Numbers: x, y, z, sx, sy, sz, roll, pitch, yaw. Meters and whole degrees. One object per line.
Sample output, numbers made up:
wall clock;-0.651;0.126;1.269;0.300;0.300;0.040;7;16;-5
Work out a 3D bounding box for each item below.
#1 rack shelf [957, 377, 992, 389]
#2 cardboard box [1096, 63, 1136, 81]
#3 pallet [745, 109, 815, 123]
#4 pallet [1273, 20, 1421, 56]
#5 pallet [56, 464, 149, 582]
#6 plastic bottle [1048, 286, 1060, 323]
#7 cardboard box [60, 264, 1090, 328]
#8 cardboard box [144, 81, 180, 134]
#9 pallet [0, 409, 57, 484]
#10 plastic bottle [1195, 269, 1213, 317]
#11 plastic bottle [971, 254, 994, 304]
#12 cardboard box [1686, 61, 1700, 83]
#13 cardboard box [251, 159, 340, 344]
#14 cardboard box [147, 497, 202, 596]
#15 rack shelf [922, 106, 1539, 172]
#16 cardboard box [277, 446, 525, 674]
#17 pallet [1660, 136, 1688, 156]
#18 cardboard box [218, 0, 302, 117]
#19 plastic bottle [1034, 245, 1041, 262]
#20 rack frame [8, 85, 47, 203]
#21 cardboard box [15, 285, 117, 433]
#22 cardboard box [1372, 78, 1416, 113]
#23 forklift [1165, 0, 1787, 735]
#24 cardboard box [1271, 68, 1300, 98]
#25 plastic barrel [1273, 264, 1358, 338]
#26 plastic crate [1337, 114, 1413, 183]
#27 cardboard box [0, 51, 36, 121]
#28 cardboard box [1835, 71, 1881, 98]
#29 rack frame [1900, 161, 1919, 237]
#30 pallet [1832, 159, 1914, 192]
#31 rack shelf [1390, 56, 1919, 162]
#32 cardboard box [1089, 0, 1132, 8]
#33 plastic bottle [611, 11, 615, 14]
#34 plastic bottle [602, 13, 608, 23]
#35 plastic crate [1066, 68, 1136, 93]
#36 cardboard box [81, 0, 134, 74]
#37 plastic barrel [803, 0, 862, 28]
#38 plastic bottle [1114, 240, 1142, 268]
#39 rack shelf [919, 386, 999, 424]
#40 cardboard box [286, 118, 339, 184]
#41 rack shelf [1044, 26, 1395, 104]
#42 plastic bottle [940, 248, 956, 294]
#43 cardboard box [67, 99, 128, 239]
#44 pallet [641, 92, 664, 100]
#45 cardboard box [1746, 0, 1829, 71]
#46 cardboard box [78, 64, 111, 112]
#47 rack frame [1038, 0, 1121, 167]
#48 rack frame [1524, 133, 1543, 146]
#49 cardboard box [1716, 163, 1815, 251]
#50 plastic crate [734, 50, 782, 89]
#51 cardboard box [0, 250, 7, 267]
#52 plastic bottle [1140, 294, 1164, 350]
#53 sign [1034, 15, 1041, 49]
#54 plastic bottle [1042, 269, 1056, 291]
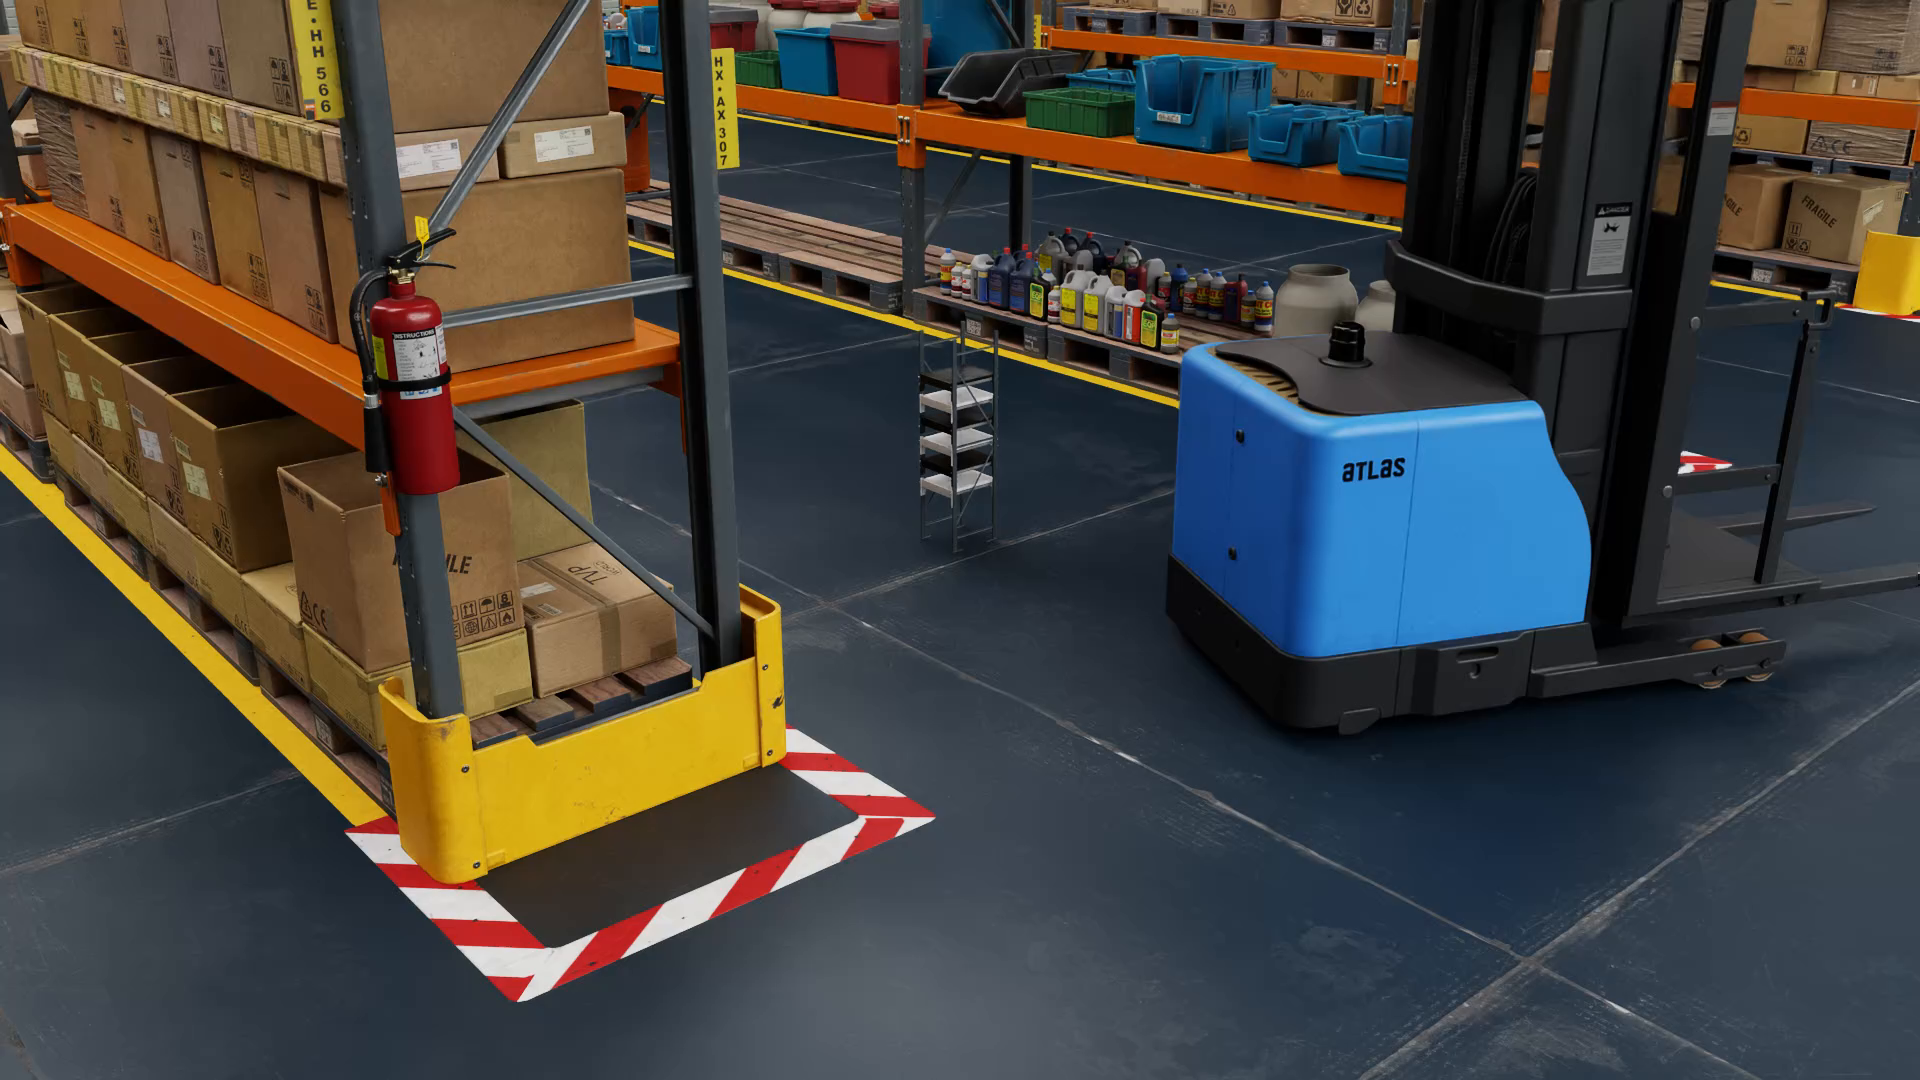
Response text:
rack shelf;-0.005;-0.656;6.734;0.199;0.015;0.184;-17;27;-37
cardboard box;1.653;-4.413;15.935;0.500;0.250;0.500;-16;27;-35
pallet;-1.855;-5.237;20.065;1.003;0.211;1.213;-17;27;-37
pallet;3.416;-4.253;13.991;1.003;0.211;1.213;-17;27;-37
pallet;-3.216;-0.211;7.233;1.003;0.211;1.213;-17;27;-37
plastic bottle;0.555;-1.361;9.580;0.097;0.201;0.097;0;21;0
cardboard box;-2.007;-1.374;9.133;4.512;0.551;3.341;-19;28;-39
cardboard box;-2.500;-1.471;5.599;0.380;0.149;0.250;-18;28;-38
pallet;-4.213;-0.635;8.315;1.003;0.211;1.213;-17;27;-37
plastic bottle;1.427;-1.444;9.695;0.097;0.271;0.097;0;21;0
plastic bottle;0.160;-1.578;10.032;0.152;0.276;0.135;-16;27;-36
cardboard box;5.244;-3.245;11.500;0.380;0.149;0.250;-17;27;-37
cardboard box;-1.733;-0.956;5.175;0.700;0.500;0.500;-17;27;-36
cardboard box;-2.654;-0.038;6.163;0.500;0.250;0.500;-17;27;-37
rack shelf;1.358;-2.120;9.003;0.919;0.124;3.809;-17;27;-37
cardboard box;-1.667;0.025;4.975;0.500;0.500;0.500;-17;27;-37
pallet;7.067;-4.146;17.279;1.003;0.211;1.213;-17;27;-37
cardboard box;-1.769;-1.575;4.976;0.700;0.500;0.500;-18;28;-39
plastic bottle;0.525;-1.793;10.682;0.097;0.201;0.097;0;21;0
rack frame;-3.705;-1.738;7.309;0.949;2.616;0.053;-17;27;-37
cardboard box;-3.637;-0.801;7.081;0.500;0.500;0.500;-17;27;-37
cardboard box;5.346;-5.312;18.943;1.050;0.750;0.750;-18;28;-38
forklift;2.329;-1.033;5.602;3.031;2.935;1.130;-6;22;-16
cardboard box;4.053;-5.650;20.147;0.500;0.500;0.500;-16;27;-35
plastic barrel;1.848;-1.151;8.645;0.421;0.512;0.421;0;21;0
plastic crate;2.110;-1.810;7.695;0.499;0.251;0.616;-17;27;-37
cardboard box;-4.536;-2.147;8.216;0.500;0.500;0.500;-15;26;-34
cardboard box;5.910;-2.973;10.805;0.380;0.149;0.250;-17;27;-37
rack frame;6.415;-2.991;10.507;1.000;3.000;0.127;-17;27;-37
pallet;8.865;-3.385;15.336;1.003;0.211;1.213;-17;27;-37
rack shelf;5.110;-3.209;12.049;1.077;0.370;4.000;-17;27;-37
cardboard box;1.576;-5.304;15.699;0.500;0.500;0.500;18;28;39
plastic bottle;-2.951;-4.340;14.112;0.061;0.283;0.133;-17;27;-37
plastic bottle;-3.000;-4.311;14.053;0.097;0.271;0.097;0;21;0
plastic crate;0.980;-2.607;9.730;0.499;0.251;0.616;-17;27;-37
cardboard box;-2.751;-1.991;6.037;0.700;0.500;0.500;-17;27;-37
plastic barrel;-0.885;-3.499;11.619;0.433;0.535;0.433;0;21;0
plastic bottle;1.027;-1.637;10.079;0.144;0.351;0.185;-18;27;-38
rack shelf;-0.005;-0.558;6.772;0.258;0.077;0.200;-17;27;-37
cardboard box;-1.658;-1.115;4.690;0.380;0.149;0.250;-17;27;-36
rack shelf;6.206;-6.746;17.349;10.864;3.092;4.000;-17;27;-37
plastic bottle;-0.072;-1.659;10.245;0.097;0.271;0.097;0;21;0
cardboard box;-3.059;-1.520;6.615;0.700;0.500;0.500;-18;28;-38
pallet;-3.448;-5.911;21.786;1.003;0.211;1.213;-17;27;-37
cardboard box;5.660;-3.444;11.119;0.875;0.500;0.500;-17;27;-37
cardboard box;-3.007;-1.685;6.147;0.380;0.149;0.250;-19;28;-39
rack frame;1.193;-5.201;16.151;1.000;3.000;0.127;-17;27;-37
rack frame;2.666;-1.813;7.499;0.949;2.616;0.053;-17;27;-37
cardboard box;5.604;-2.356;11.738;0.500;0.500;0.500;-10;23;-24
plastic crate;-1.299;-3.232;11.414;0.450;0.188;0.662;-17;27;-37
cardboard box;-5.178;-1.379;8.818;0.500;0.311;0.500;-18;28;-38
plastic bottle;1.042;-1.183;9.013;0.061;0.283;0.133;-17;27;-36
sign;0.476;-3.174;10.595;0.100;0.325;0.005;-17;27;-37
plastic bottle;0.512;-1.446;9.700;0.097;0.271;0.097;0;21;0
